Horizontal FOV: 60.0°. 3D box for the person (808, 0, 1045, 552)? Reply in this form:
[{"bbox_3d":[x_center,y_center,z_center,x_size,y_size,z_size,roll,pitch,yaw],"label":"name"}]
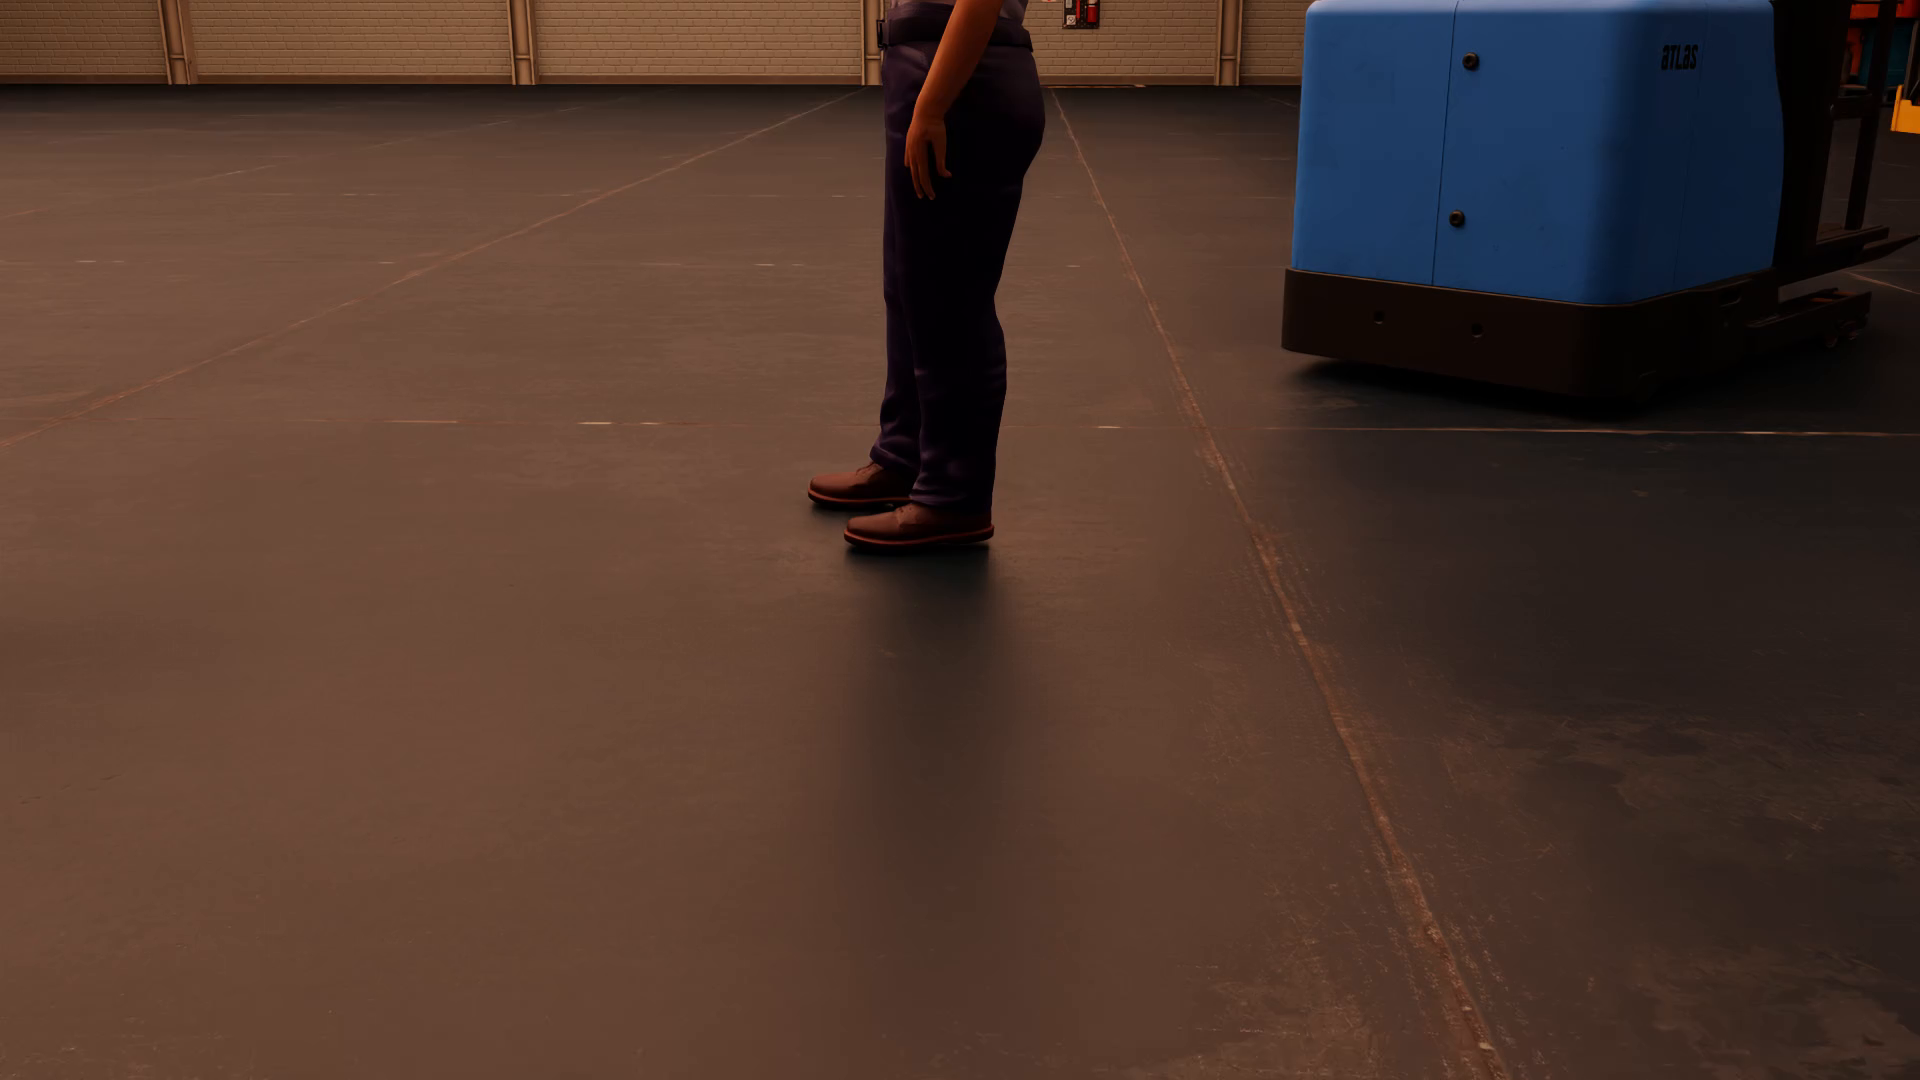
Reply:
[{"bbox_3d":[-0.088,-0.802,3.150,0.503,1.651,0.598,1,17,2],"label":"person"}]

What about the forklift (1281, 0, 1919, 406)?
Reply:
[{"bbox_3d":[2.366,-2.112,5.231,3.031,2.935,1.130,-16,24,-42],"label":"forklift"}]
